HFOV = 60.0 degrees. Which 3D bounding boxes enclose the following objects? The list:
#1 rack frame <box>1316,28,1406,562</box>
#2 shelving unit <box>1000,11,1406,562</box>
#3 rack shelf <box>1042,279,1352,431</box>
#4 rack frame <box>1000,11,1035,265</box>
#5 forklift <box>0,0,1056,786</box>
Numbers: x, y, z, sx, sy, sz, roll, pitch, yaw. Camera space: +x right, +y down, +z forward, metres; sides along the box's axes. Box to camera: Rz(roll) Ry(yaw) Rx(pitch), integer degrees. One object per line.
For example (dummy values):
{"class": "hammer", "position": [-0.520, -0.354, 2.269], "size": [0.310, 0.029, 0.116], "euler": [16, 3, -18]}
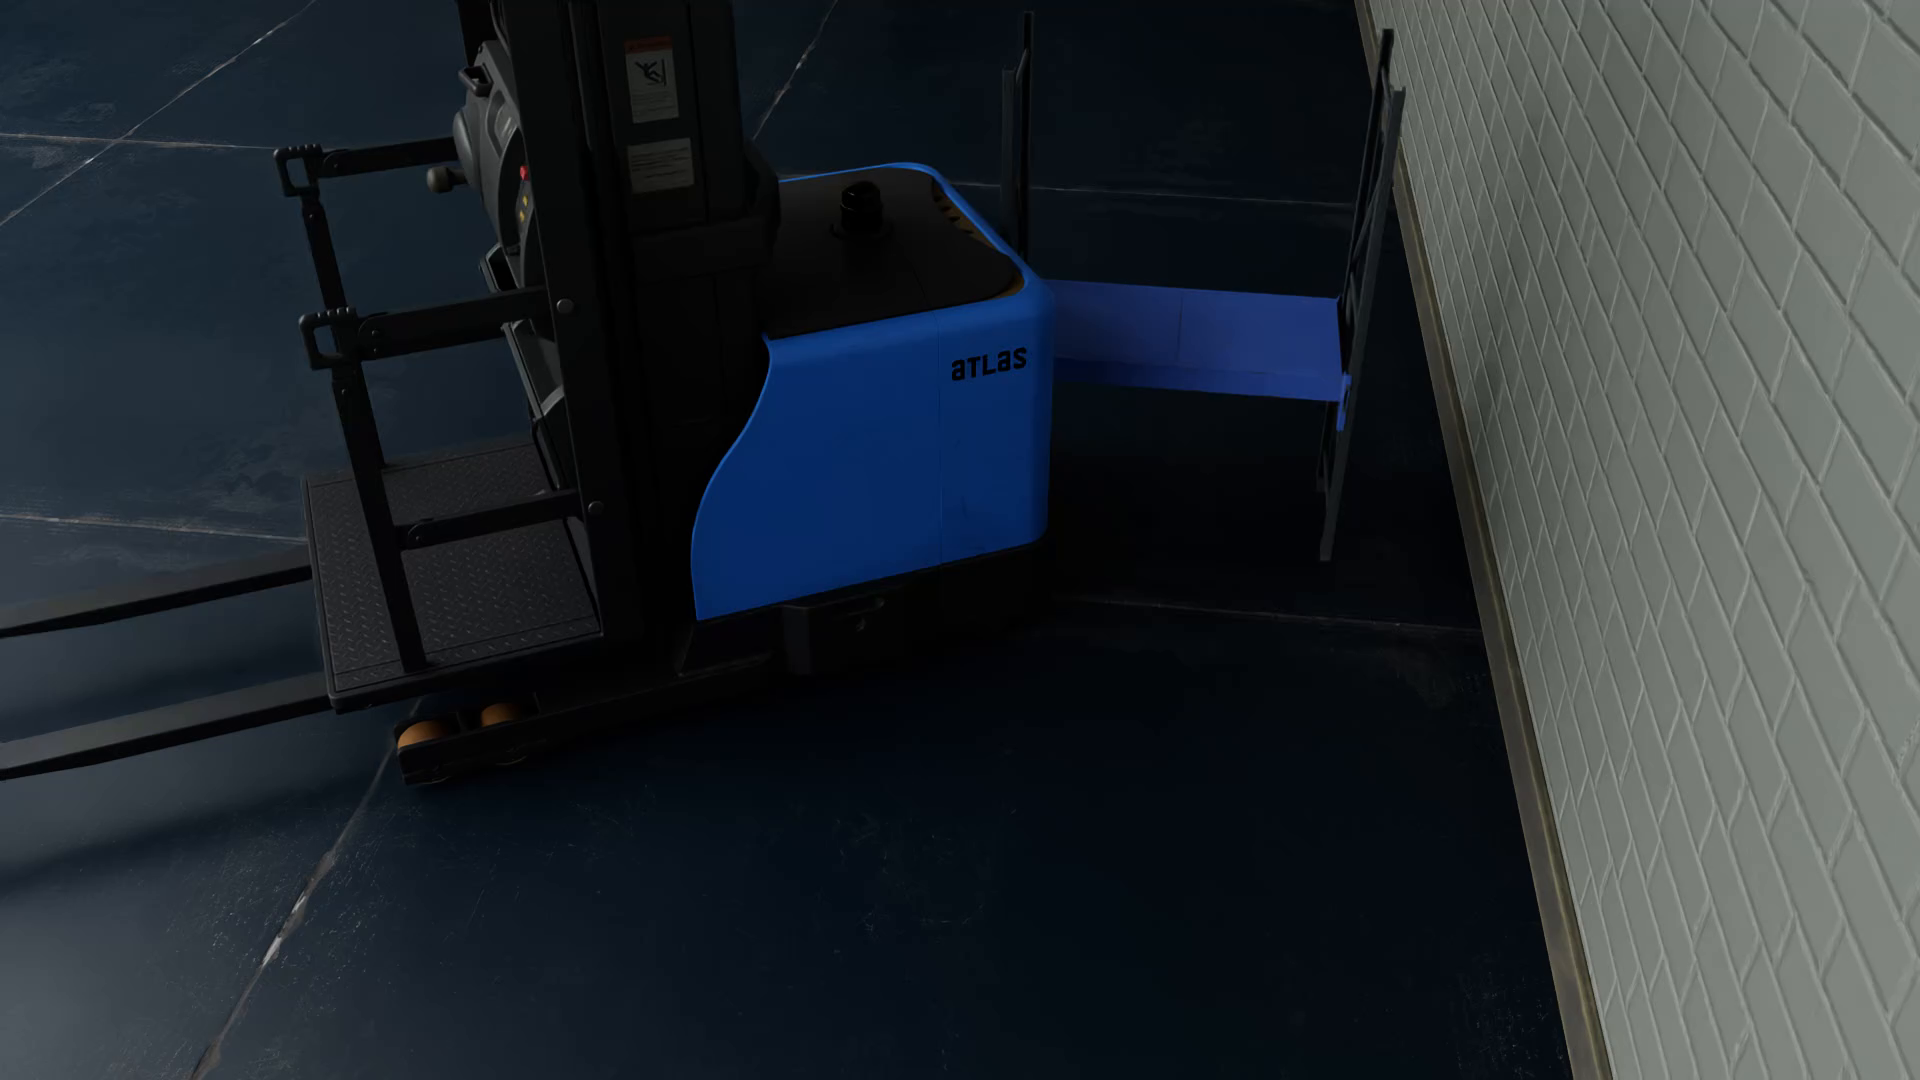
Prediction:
{"class": "rack frame", "position": [1.170, -0.688, 4.924], "size": [0.032, 1.500, 0.500], "euler": [5, 36, 7]}
{"class": "shelving unit", "position": [0.668, -0.732, 4.984], "size": [1.048, 1.500, 0.538], "euler": [5, 36, 7]}
{"class": "rack shelf", "position": [0.668, -0.585, 5.089], "size": [1.000, 0.185, 0.538], "euler": [5, 36, 7]}
{"class": "rack frame", "position": [0.165, -0.775, 5.045], "size": [0.032, 1.500, 0.500], "euler": [5, 36, 7]}
{"class": "forklift", "position": [-1.305, -0.903, 3.992], "size": [3.031, 2.935, 1.130], "euler": [-13, 38, -17]}
